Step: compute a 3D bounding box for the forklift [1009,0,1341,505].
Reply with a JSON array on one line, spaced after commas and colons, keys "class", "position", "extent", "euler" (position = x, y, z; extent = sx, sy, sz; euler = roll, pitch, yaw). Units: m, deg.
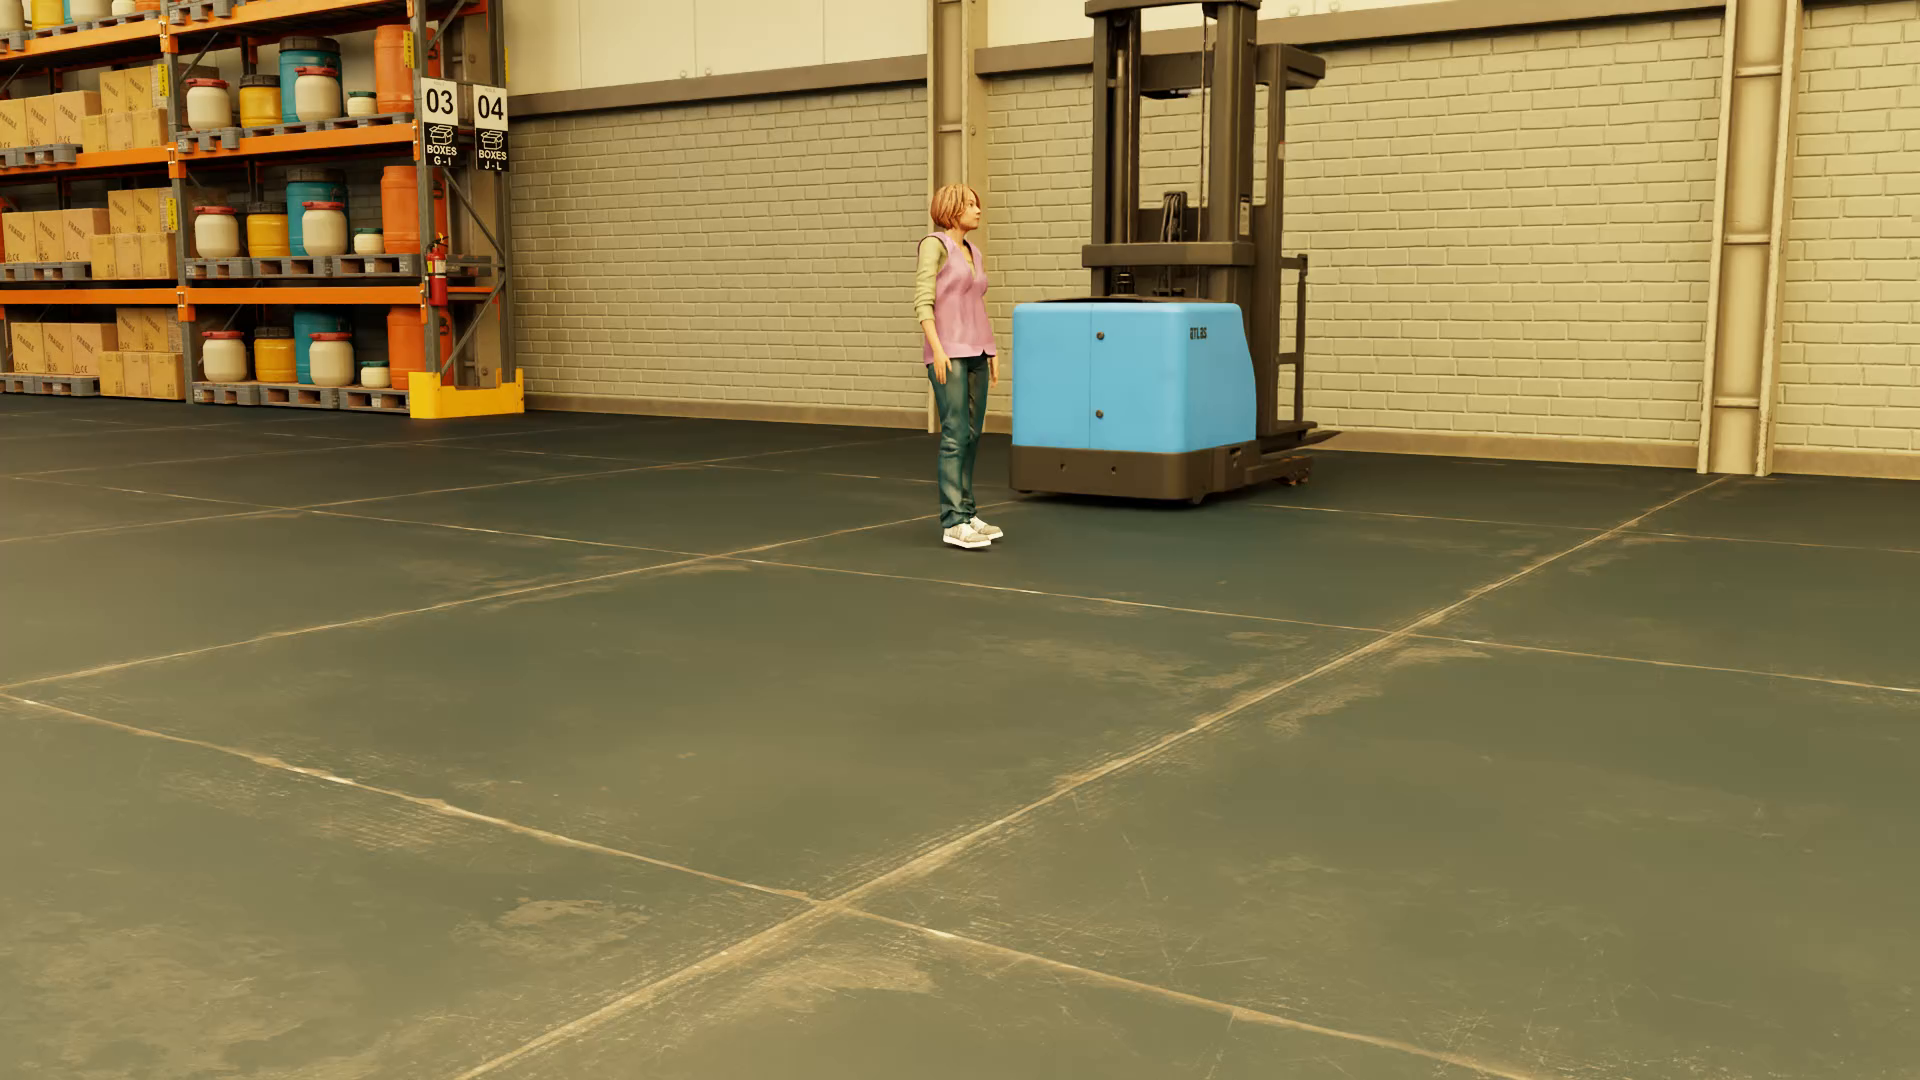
[{"class": "forklift", "position": [1.469, -1.800, 9.852], "extent": [1.130, 2.935, 3.031], "euler": [5, 9, 31]}]

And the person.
[{"class": "person", "position": [0.053, -0.790, 7.438], "extent": [0.475, 1.596, 0.520], "euler": [5, 10, 34]}]
